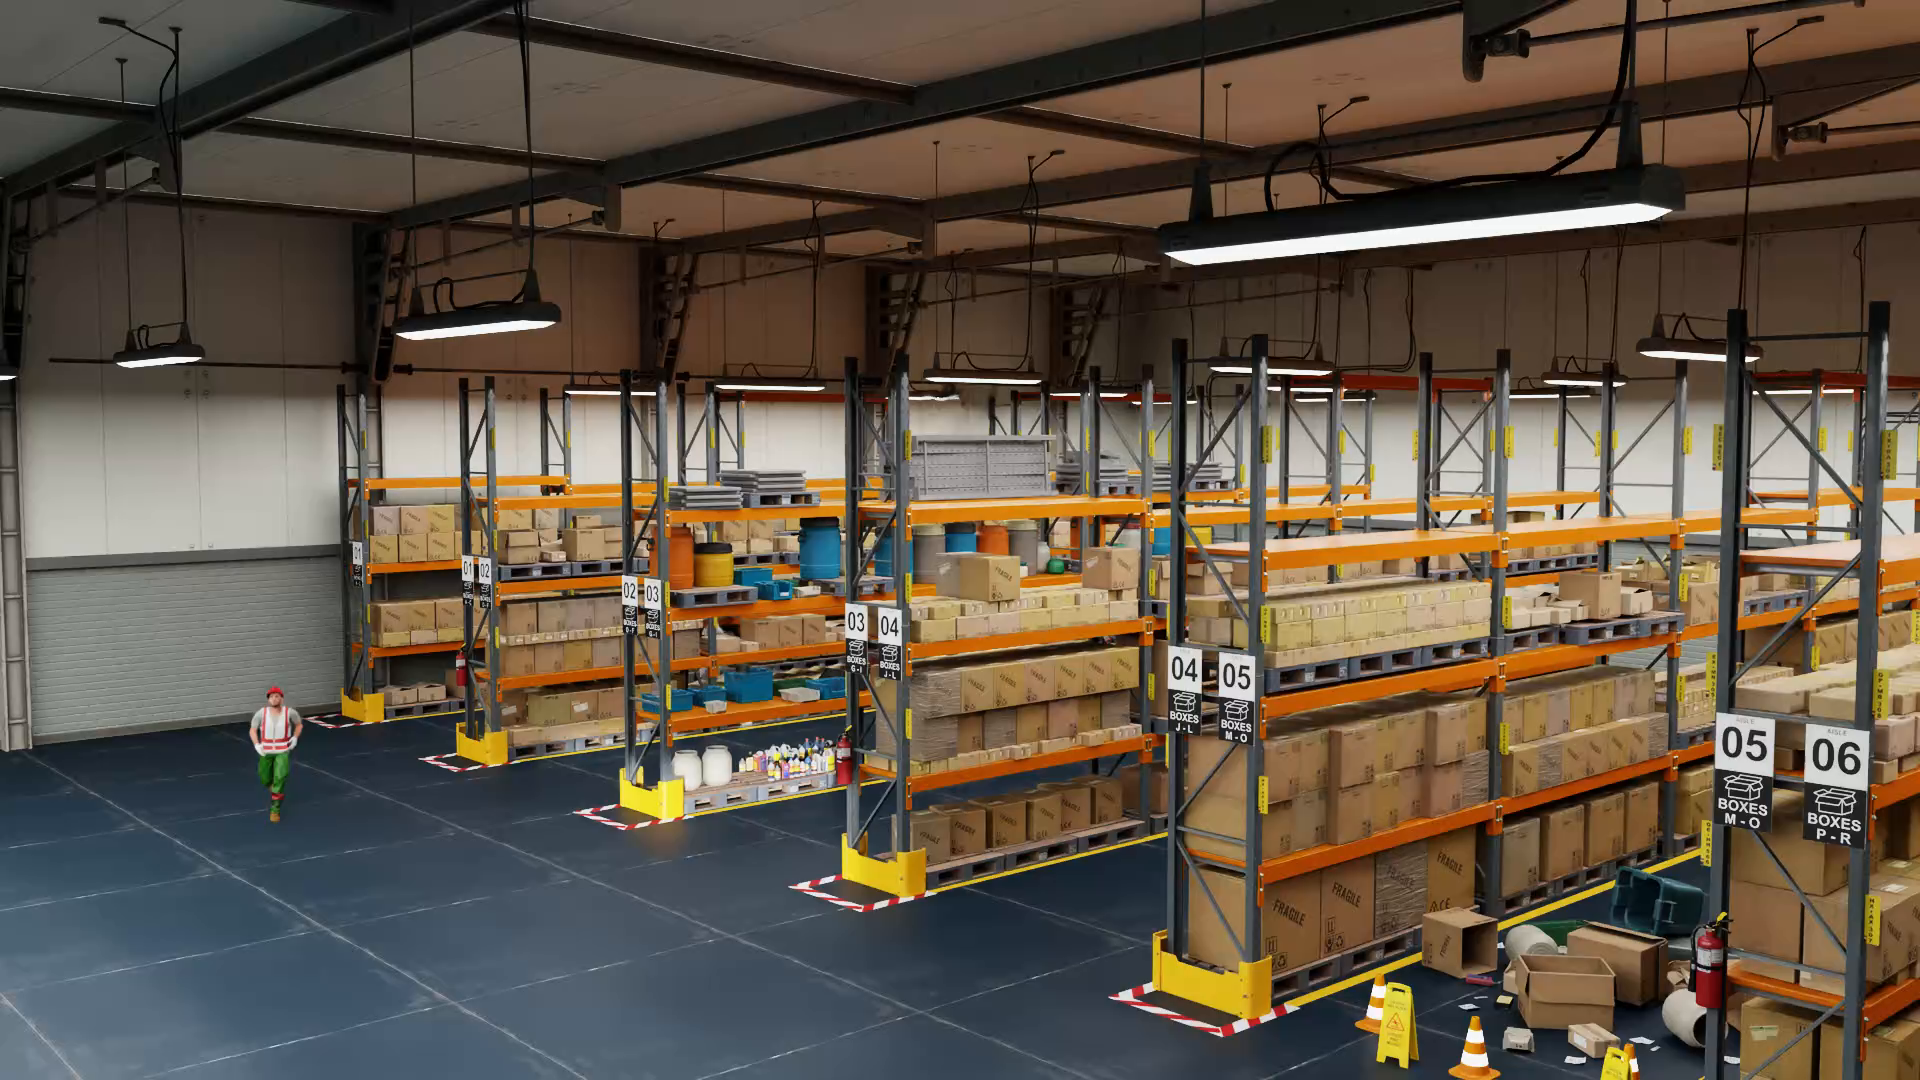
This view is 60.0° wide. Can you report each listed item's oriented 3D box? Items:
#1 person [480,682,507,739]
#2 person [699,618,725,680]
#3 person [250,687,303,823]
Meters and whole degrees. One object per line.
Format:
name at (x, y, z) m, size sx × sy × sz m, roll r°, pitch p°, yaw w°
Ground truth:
person at (-7.729, 2.547, 28.123) m, size 0.842 × 1.579 × 0.545 m, roll -4°, pitch 5°, yaw -44°
person at (-4.696, 2.219, 31.571) m, size 0.651 × 1.747 × 0.692 m, roll 3°, pitch 5°, yaw 41°
person at (-9.187, 2.843, 22.335) m, size 0.645 × 1.752 × 0.962 m, roll -1°, pitch 4°, yaw -13°
